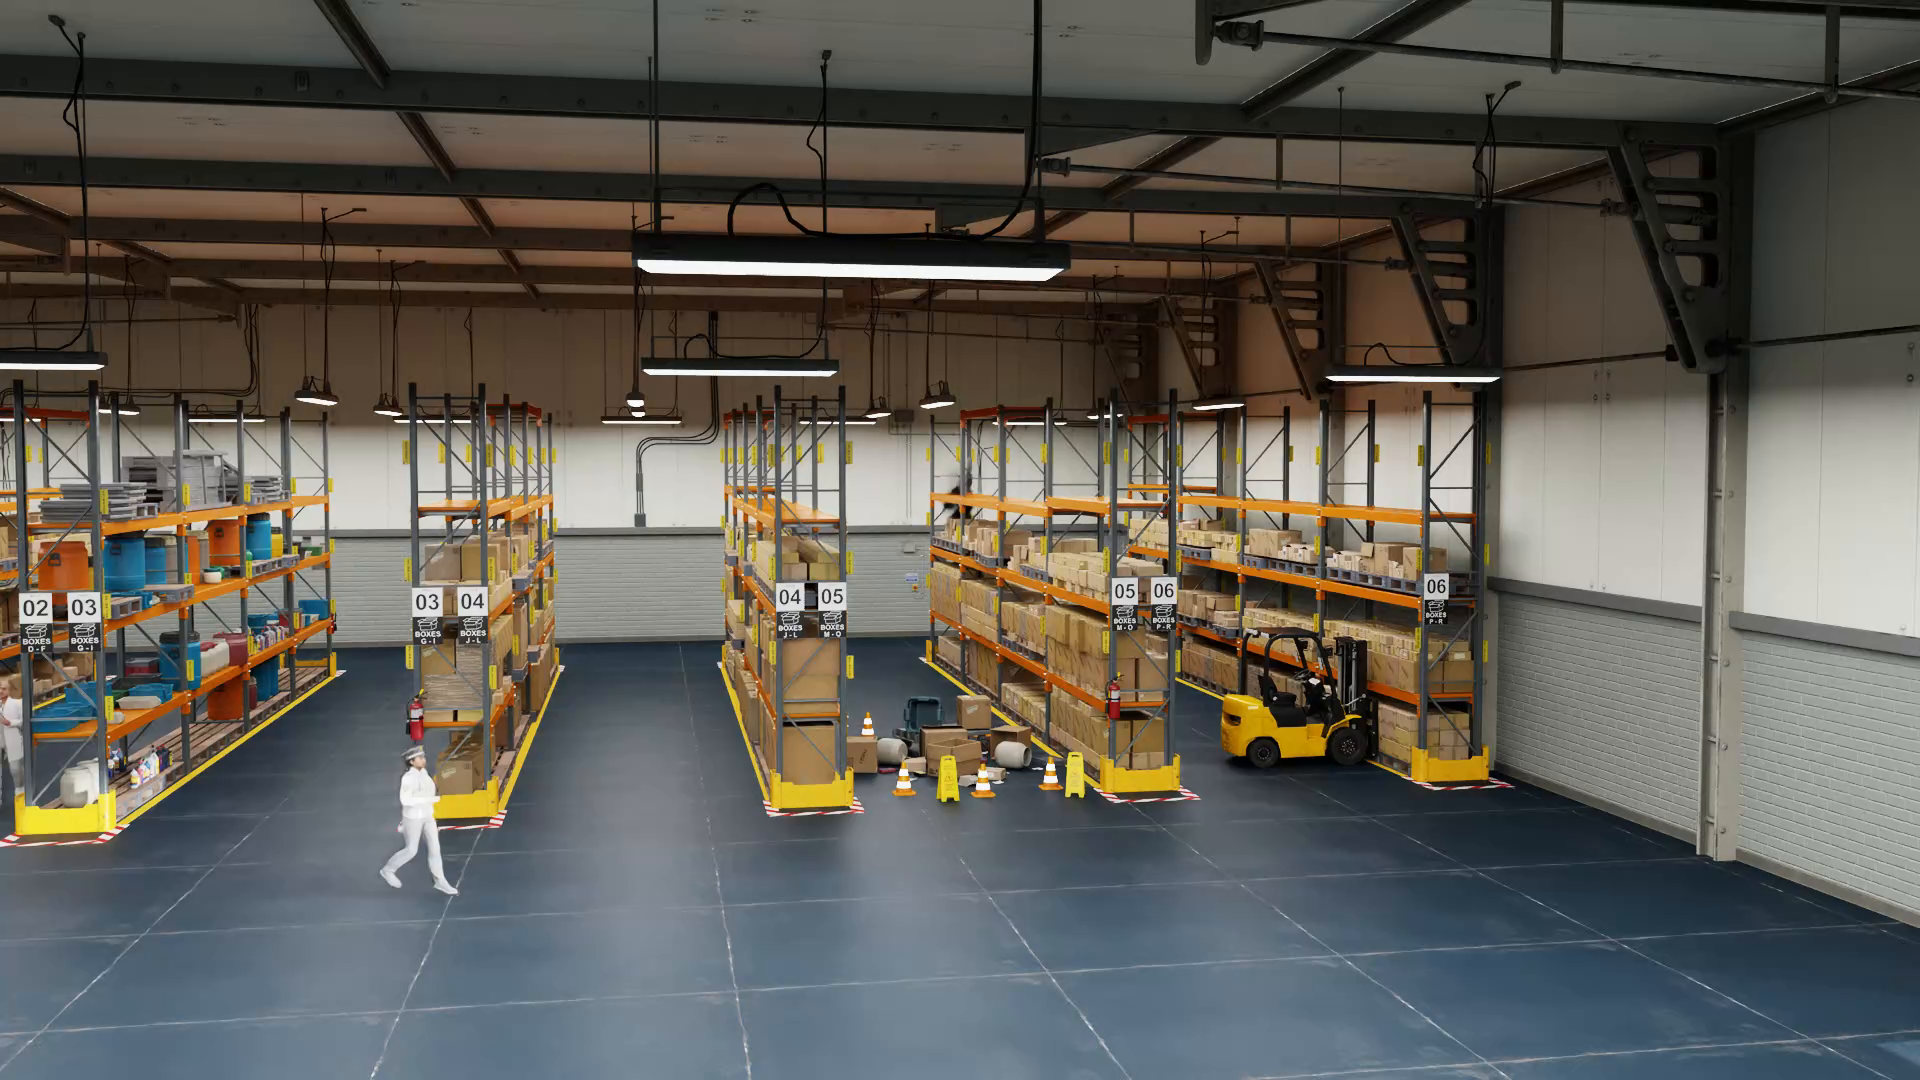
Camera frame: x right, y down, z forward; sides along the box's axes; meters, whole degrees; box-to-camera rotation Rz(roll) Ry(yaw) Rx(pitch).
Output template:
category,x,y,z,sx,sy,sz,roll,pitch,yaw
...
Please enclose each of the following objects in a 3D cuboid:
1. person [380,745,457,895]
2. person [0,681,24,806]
category,x,y,z,sx,sy,sz,roll,pitch,yaw
person,-6.167,3.173,18.912,0.919,1.702,0.612,1,3,15
person,-13.577,2.887,23.624,0.703,1.761,1.065,-1,3,-15
